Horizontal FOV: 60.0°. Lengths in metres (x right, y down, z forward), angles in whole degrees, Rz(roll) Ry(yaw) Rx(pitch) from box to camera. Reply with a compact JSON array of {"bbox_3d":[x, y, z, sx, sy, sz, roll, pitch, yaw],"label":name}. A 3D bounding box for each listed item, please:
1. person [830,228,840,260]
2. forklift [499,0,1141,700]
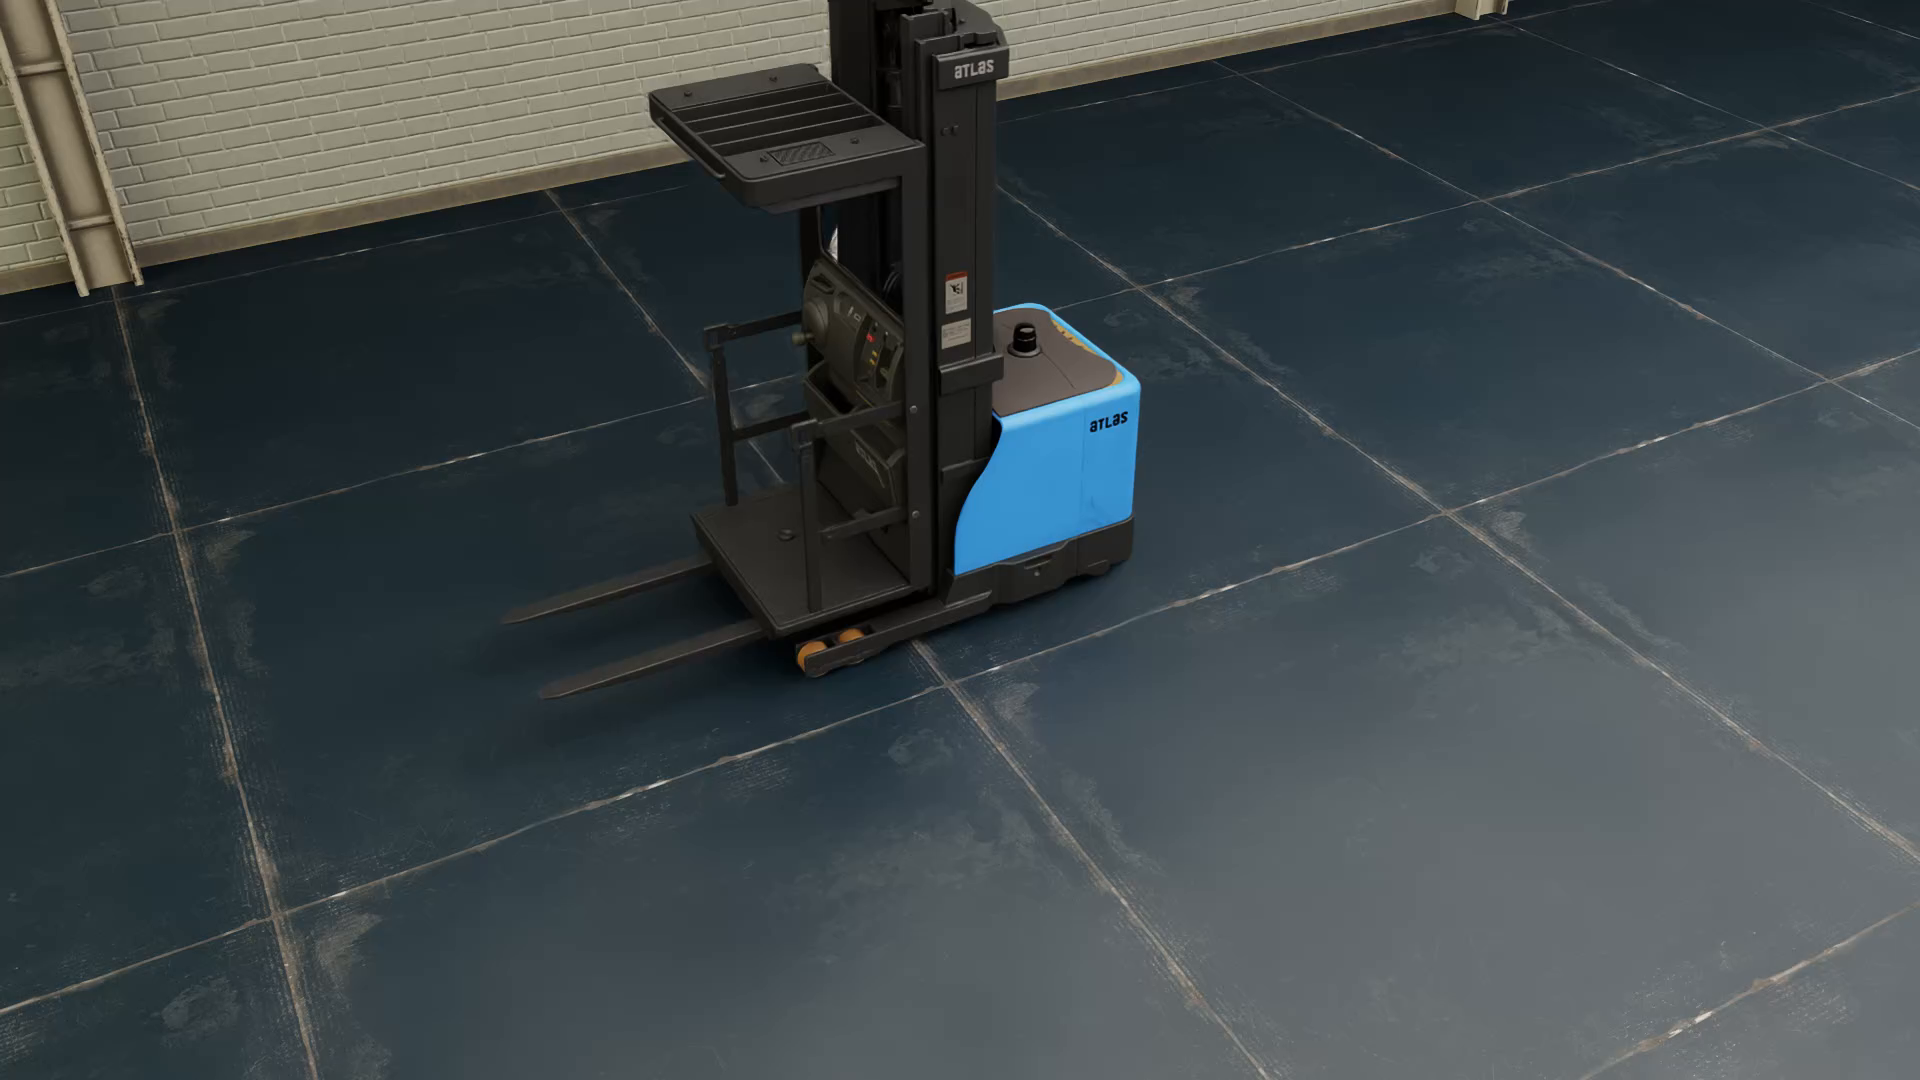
[{"bbox_3d":[-0.282,-1.186,9.146,0.879,1.419,1.196,-29,44,-34],"label":"person"},{"bbox_3d":[-0.666,-0.907,7.406,3.031,2.935,1.130,-18,39,-23],"label":"forklift"}]
